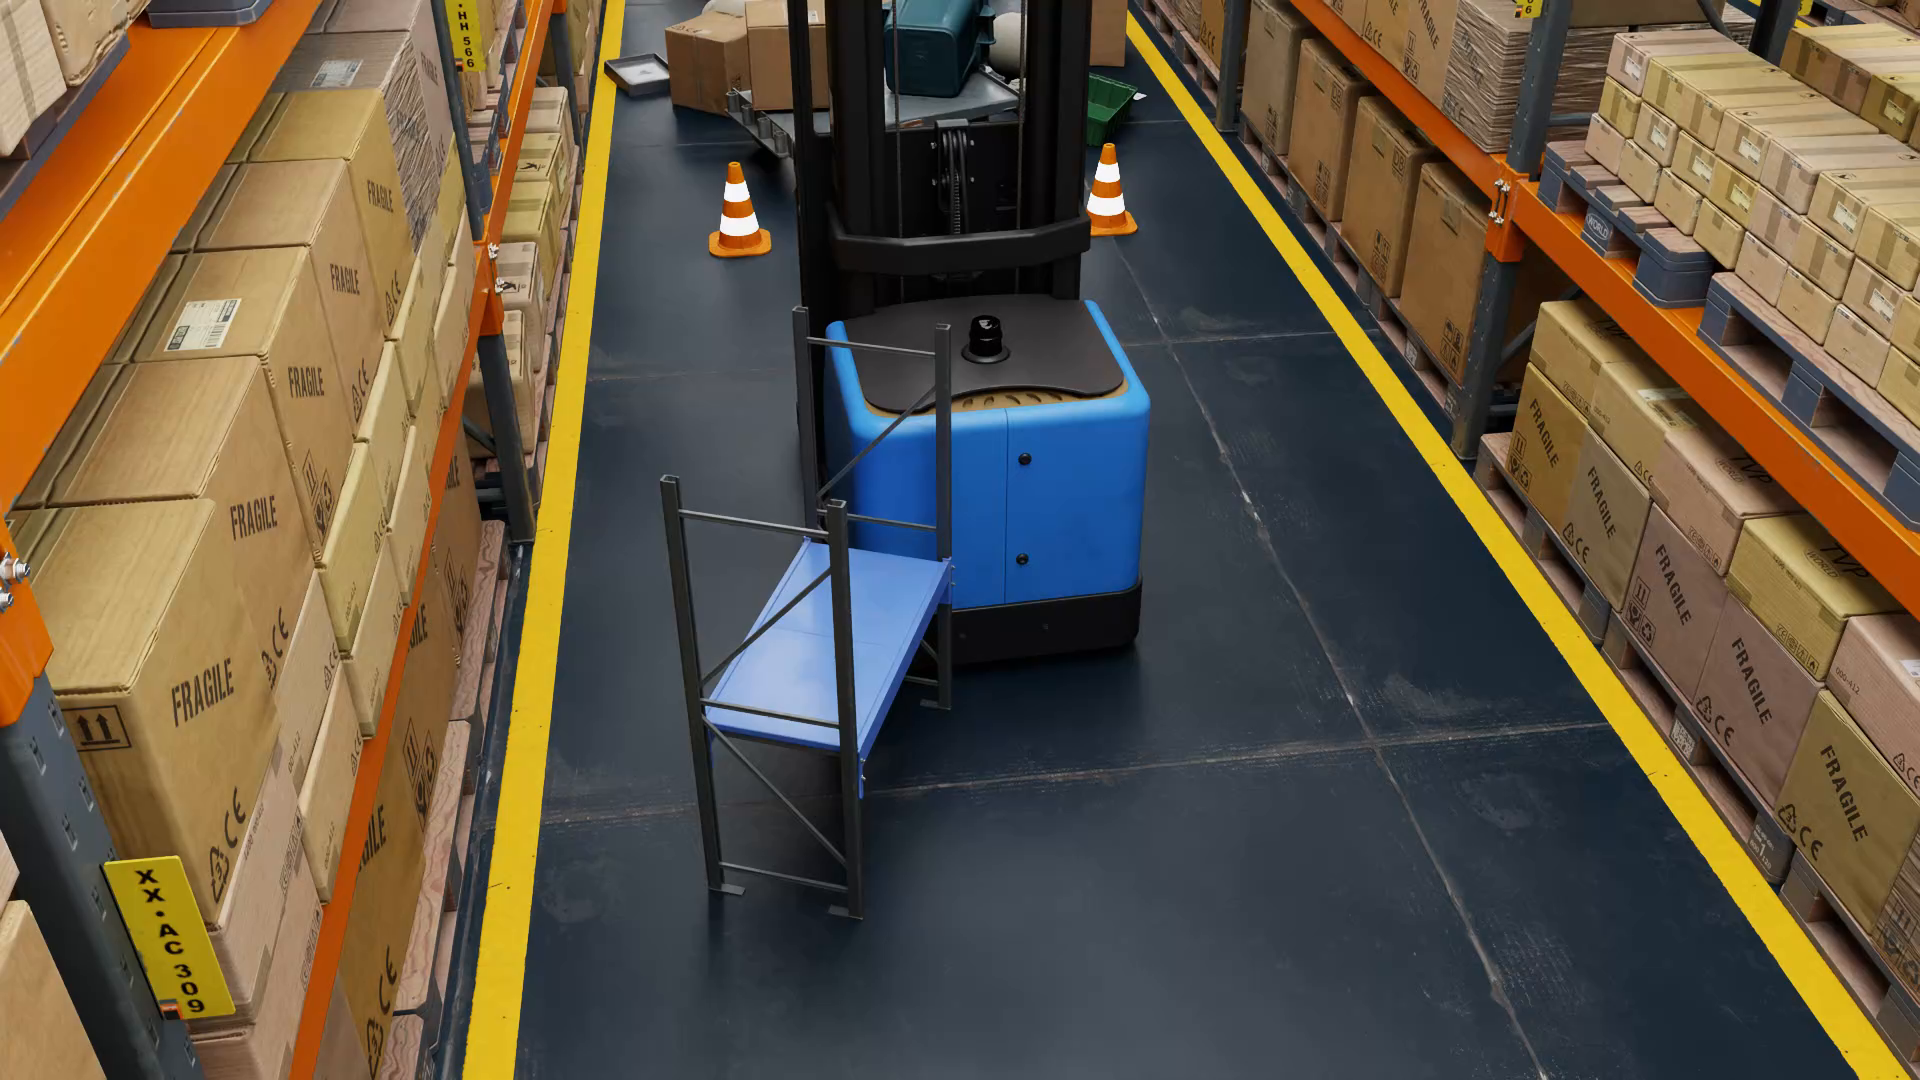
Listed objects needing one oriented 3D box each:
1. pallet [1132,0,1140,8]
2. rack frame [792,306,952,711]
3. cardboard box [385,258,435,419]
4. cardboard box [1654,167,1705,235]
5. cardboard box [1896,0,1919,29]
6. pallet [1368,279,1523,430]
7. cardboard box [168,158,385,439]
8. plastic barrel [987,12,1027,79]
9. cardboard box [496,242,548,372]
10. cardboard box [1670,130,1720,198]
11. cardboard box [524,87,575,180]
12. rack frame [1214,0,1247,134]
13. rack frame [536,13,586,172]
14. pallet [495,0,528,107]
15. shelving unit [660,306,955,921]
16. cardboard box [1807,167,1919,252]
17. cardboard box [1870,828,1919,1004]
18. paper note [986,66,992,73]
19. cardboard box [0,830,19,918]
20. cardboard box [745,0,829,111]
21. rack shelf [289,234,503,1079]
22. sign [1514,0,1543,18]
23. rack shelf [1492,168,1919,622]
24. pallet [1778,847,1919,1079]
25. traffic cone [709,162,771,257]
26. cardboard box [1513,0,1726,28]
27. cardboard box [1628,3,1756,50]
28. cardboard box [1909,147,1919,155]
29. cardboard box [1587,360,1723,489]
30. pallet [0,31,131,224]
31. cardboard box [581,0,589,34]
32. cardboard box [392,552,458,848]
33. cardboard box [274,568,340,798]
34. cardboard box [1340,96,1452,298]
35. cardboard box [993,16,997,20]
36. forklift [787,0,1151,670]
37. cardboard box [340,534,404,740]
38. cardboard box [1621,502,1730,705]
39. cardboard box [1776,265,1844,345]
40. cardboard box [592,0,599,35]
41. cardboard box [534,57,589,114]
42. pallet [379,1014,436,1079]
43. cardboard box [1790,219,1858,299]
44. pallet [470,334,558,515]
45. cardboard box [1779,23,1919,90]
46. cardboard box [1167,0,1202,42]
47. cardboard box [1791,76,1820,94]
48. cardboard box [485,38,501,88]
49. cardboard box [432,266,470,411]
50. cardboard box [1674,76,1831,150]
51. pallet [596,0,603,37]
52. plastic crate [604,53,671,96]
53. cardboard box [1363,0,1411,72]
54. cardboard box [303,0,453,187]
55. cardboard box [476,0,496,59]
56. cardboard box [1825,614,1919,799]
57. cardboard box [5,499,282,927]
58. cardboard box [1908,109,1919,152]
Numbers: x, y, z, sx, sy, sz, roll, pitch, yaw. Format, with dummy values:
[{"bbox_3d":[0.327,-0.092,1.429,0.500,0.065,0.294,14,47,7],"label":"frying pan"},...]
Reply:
[{"bbox_3d":[1.776,-4.523,13.200,1.003,0.211,1.213,-4,35,-6],"label":"pallet"},{"bbox_3d":[-0.272,-0.060,5.506,0.500,1.500,0.032,9,35,12],"label":"rack frame"},{"bbox_3d":[-1.746,-0.544,4.574,0.500,0.250,0.500,-5,35,-8],"label":"cardboard box"},{"bbox_3d":[2.600,-1.156,5.633,0.380,0.149,0.250,-3,34,-4],"label":"cardboard box"},{"bbox_3d":[6.959,-3.889,11.640,0.500,0.500,0.500,6,35,9],"label":"cardboard box"},{"bbox_3d":[2.636,-0.945,7.949,1.003,0.211,1.213,-4,35,-6],"label":"pallet"},{"bbox_3d":[-1.697,-0.560,3.931,0.500,0.500,0.500,-5,35,-7],"label":"cardboard box"},{"bbox_3d":[0.457,-3.336,11.269,0.512,0.421,0.421,20,39,26],"label":"plastic barrel"},{"bbox_3d":[-2.397,-1.035,7.566,0.950,0.372,0.625,-5,35,-7],"label":"cardboard box"},{"bbox_3d":[2.611,-1.259,5.520,0.380,0.149,0.250,-5,35,-8],"label":"cardboard box"},{"bbox_3d":[-2.689,-2.248,9.345,0.950,0.372,0.625,-4,34,-6],"label":"cardboard box"},{"bbox_3d":[2.129,-3.884,9.785,1.000,3.000,0.127,-4,35,-6],"label":"rack frame"},{"bbox_3d":[-2.762,-3.452,9.152,1.000,3.000,0.127,-4,35,-6],"label":"rack frame"},{"bbox_3d":[-2.531,-2.243,7.547,1.003,0.211,1.213,-4,35,-6],"label":"pallet"},{"bbox_3d":[-0.403,0.217,5.100,0.538,1.500,1.048,9,35,12],"label":"shelving unit"},{"bbox_3d":[2.716,-0.961,4.819,0.380,0.149,0.250,-3,34,-5],"label":"cardboard box"},{"bbox_3d":[2.856,1.046,4.398,0.500,0.500,0.500,-5,35,-7],"label":"cardboard box"},{"bbox_3d":[0.133,-3.273,11.532,0.172,0.023,0.155,7,35,10],"label":"paper note"},{"bbox_3d":[-1.329,0.437,1.892,0.380,0.149,0.250,-5,35,-7],"label":"cardboard box"},{"bbox_3d":[-1.002,-2.884,9.865,0.500,0.500,0.500,-4,35,-6],"label":"cardboard box"},{"bbox_3d":[-1.955,0.193,4.442,1.077,0.370,4.000,-4,35,-6],"label":"rack shelf"},{"bbox_3d":[2.118,-2.086,6.119,0.100,0.325,0.005,-4,35,-6],"label":"sign"},{"bbox_3d":[2.936,-0.238,5.075,1.077,0.370,4.000,-4,35,-6],"label":"rack shelf"},{"bbox_3d":[3.099,1.299,4.657,1.003,0.211,1.213,-4,35,-6],"label":"pallet"},{"bbox_3d":[-1.208,-1.818,9.007,0.336,0.463,0.334,-4,35,-6],"label":"traffic cone"},{"bbox_3d":[2.617,-2.357,6.569,0.700,0.500,0.500,-5,35,-7],"label":"cardboard box"},{"bbox_3d":[2.874,-1.964,6.879,0.500,0.500,0.500,-4,34,-6],"label":"cardboard box"},{"bbox_3d":[3.294,-1.168,5.386,0.380,0.149,0.250,-4,35,-6],"label":"cardboard box"},{"bbox_3d":[2.588,-0.416,5.878,0.500,0.250,0.500,-5,35,-7],"label":"cardboard box"},{"bbox_3d":[-1.858,-0.656,2.556,0.805,0.209,1.217,-6,35,-8],"label":"pallet"},{"bbox_3d":[-2.658,-3.447,10.547,0.500,0.500,0.500,-3,34,-4],"label":"cardboard box"},{"bbox_3d":[-2.098,0.374,5.051,0.875,0.875,0.875,-4,34,-6],"label":"cardboard box"},{"bbox_3d":[-1.564,0.312,3.318,0.500,0.250,0.500,-4,34,-6],"label":"cardboard box"},{"bbox_3d":[2.554,-1.730,8.249,1.050,0.750,0.750,-4,34,-6],"label":"cardboard box"},{"bbox_3d":[0.073,-3.574,11.758,0.396,0.266,0.258,1,34,2],"label":"cardboard box"},{"bbox_3d":[-0.114,-1.560,6.437,1.130,2.935,3.031,-6,35,-9],"label":"forklift"},{"bbox_3d":[-1.608,0.233,3.878,0.500,0.250,0.500,-5,35,-7],"label":"cardboard box"},{"bbox_3d":[2.654,0.188,5.657,0.500,0.500,0.500,-5,35,-8],"label":"cardboard box"},{"bbox_3d":[2.708,-0.717,4.988,0.380,0.149,0.250,-4,34,-6],"label":"cardboard box"},{"bbox_3d":[-2.787,-3.710,11.599,0.500,0.250,0.500,-6,35,-8],"label":"cardboard box"},{"bbox_3d":[-2.574,-2.839,10.322,0.500,0.250,0.500,-6,35,-9],"label":"cardboard box"},{"bbox_3d":[-1.865,1.739,4.010,1.003,0.211,1.213,-4,35,-6],"label":"pallet"},{"bbox_3d":[2.708,-0.841,4.906,0.380,0.149,0.250,-5,35,-7],"label":"cardboard box"},{"bbox_3d":[-2.328,-0.504,7.302,1.003,0.211,1.213,-4,35,-6],"label":"pallet"},{"bbox_3d":[3.188,-1.728,5.944,0.380,0.149,0.250,-6,35,-8],"label":"cardboard box"},{"bbox_3d":[1.989,-4.038,11.526,0.875,0.875,0.875,-4,34,-6],"label":"cardboard box"},{"bbox_3d":[3.185,-1.603,6.025,0.380,0.149,0.250,-4,34,-5],"label":"cardboard box"},{"bbox_3d":[-2.096,-1.957,6.808,0.380,0.149,0.250,-4,34,-6],"label":"cardboard box"},{"bbox_3d":[-1.815,-0.612,5.117,0.500,0.250,0.500,-4,34,-6],"label":"cardboard box"},{"bbox_3d":[2.605,-1.408,5.474,0.380,0.149,0.250,-5,35,-7],"label":"cardboard box"},{"bbox_3d":[-3.216,-4.034,12.482,1.003,0.211,1.213,-4,35,-6],"label":"pallet"},{"bbox_3d":[-2.161,-3.184,11.351,0.402,0.080,0.583,-16,38,-23],"label":"plastic crate"},{"bbox_3d":[2.208,-2.481,7.639,0.500,0.500,0.500,-5,35,-7],"label":"cardboard box"},{"bbox_3d":[-1.895,-1.406,5.173,0.500,0.500,0.500,-5,35,-8],"label":"cardboard box"},{"bbox_3d":[-2.132,-2.117,6.467,0.500,0.500,0.500,-3,34,-4],"label":"cardboard box"},{"bbox_3d":[2.799,0.446,4.613,0.500,0.250,0.500,-3,34,-4],"label":"cardboard box"},{"bbox_3d":[-1.460,0.290,2.684,0.500,0.500,0.500,-4,34,-6],"label":"cardboard box"},{"bbox_3d":[3.294,-1.293,5.306,0.380,0.149,0.250,-3,34,-5],"label":"cardboard box"}]
